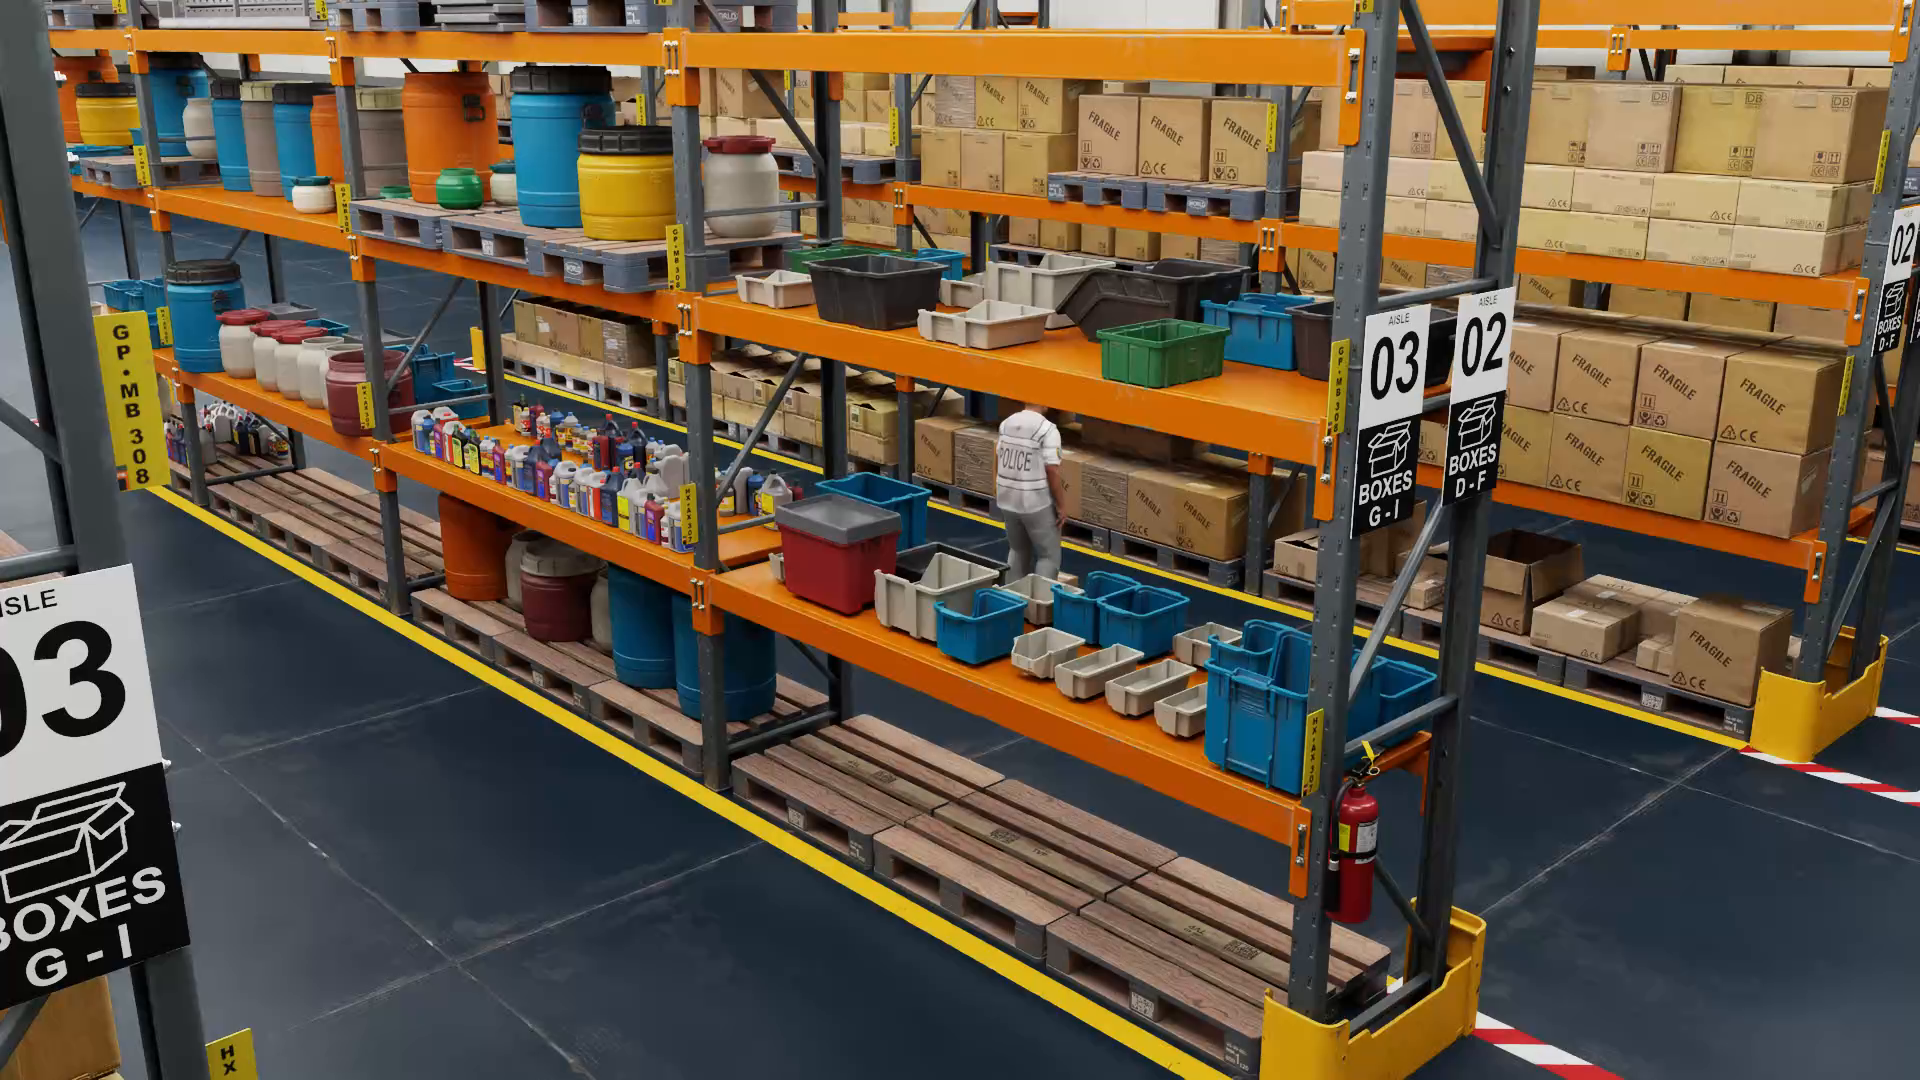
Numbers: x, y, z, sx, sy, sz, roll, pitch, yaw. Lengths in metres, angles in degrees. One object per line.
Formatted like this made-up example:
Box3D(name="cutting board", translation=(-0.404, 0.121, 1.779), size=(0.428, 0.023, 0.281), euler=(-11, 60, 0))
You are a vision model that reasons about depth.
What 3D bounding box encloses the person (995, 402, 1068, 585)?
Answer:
Box3D(name="person", translation=(0.502, -0.267, 11.897), size=(0.603, 1.747, 0.437), euler=(15, 23, 41))
